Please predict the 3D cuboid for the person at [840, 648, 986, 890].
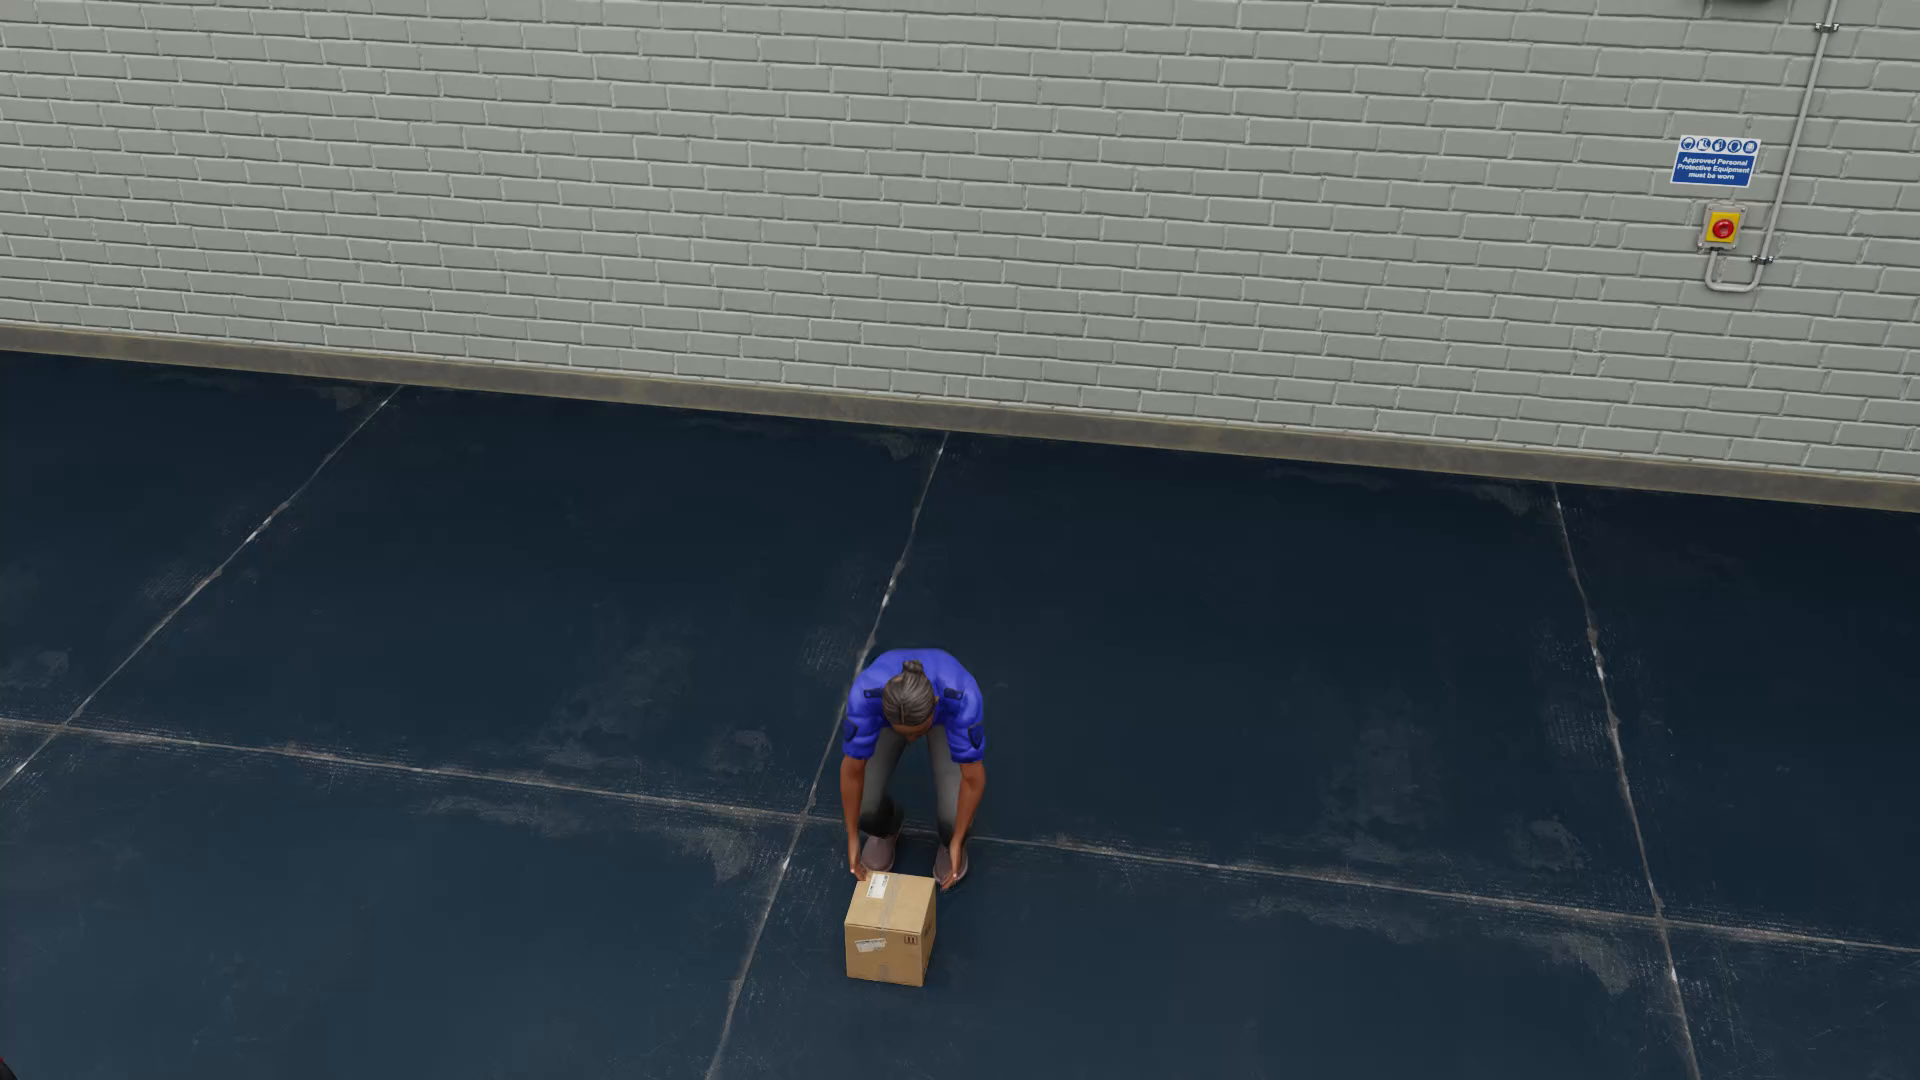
[{"bbox_3d":[-0.135,0.717,5.565,0.498,1.078,0.756,5,33,8],"label":"person"}]
